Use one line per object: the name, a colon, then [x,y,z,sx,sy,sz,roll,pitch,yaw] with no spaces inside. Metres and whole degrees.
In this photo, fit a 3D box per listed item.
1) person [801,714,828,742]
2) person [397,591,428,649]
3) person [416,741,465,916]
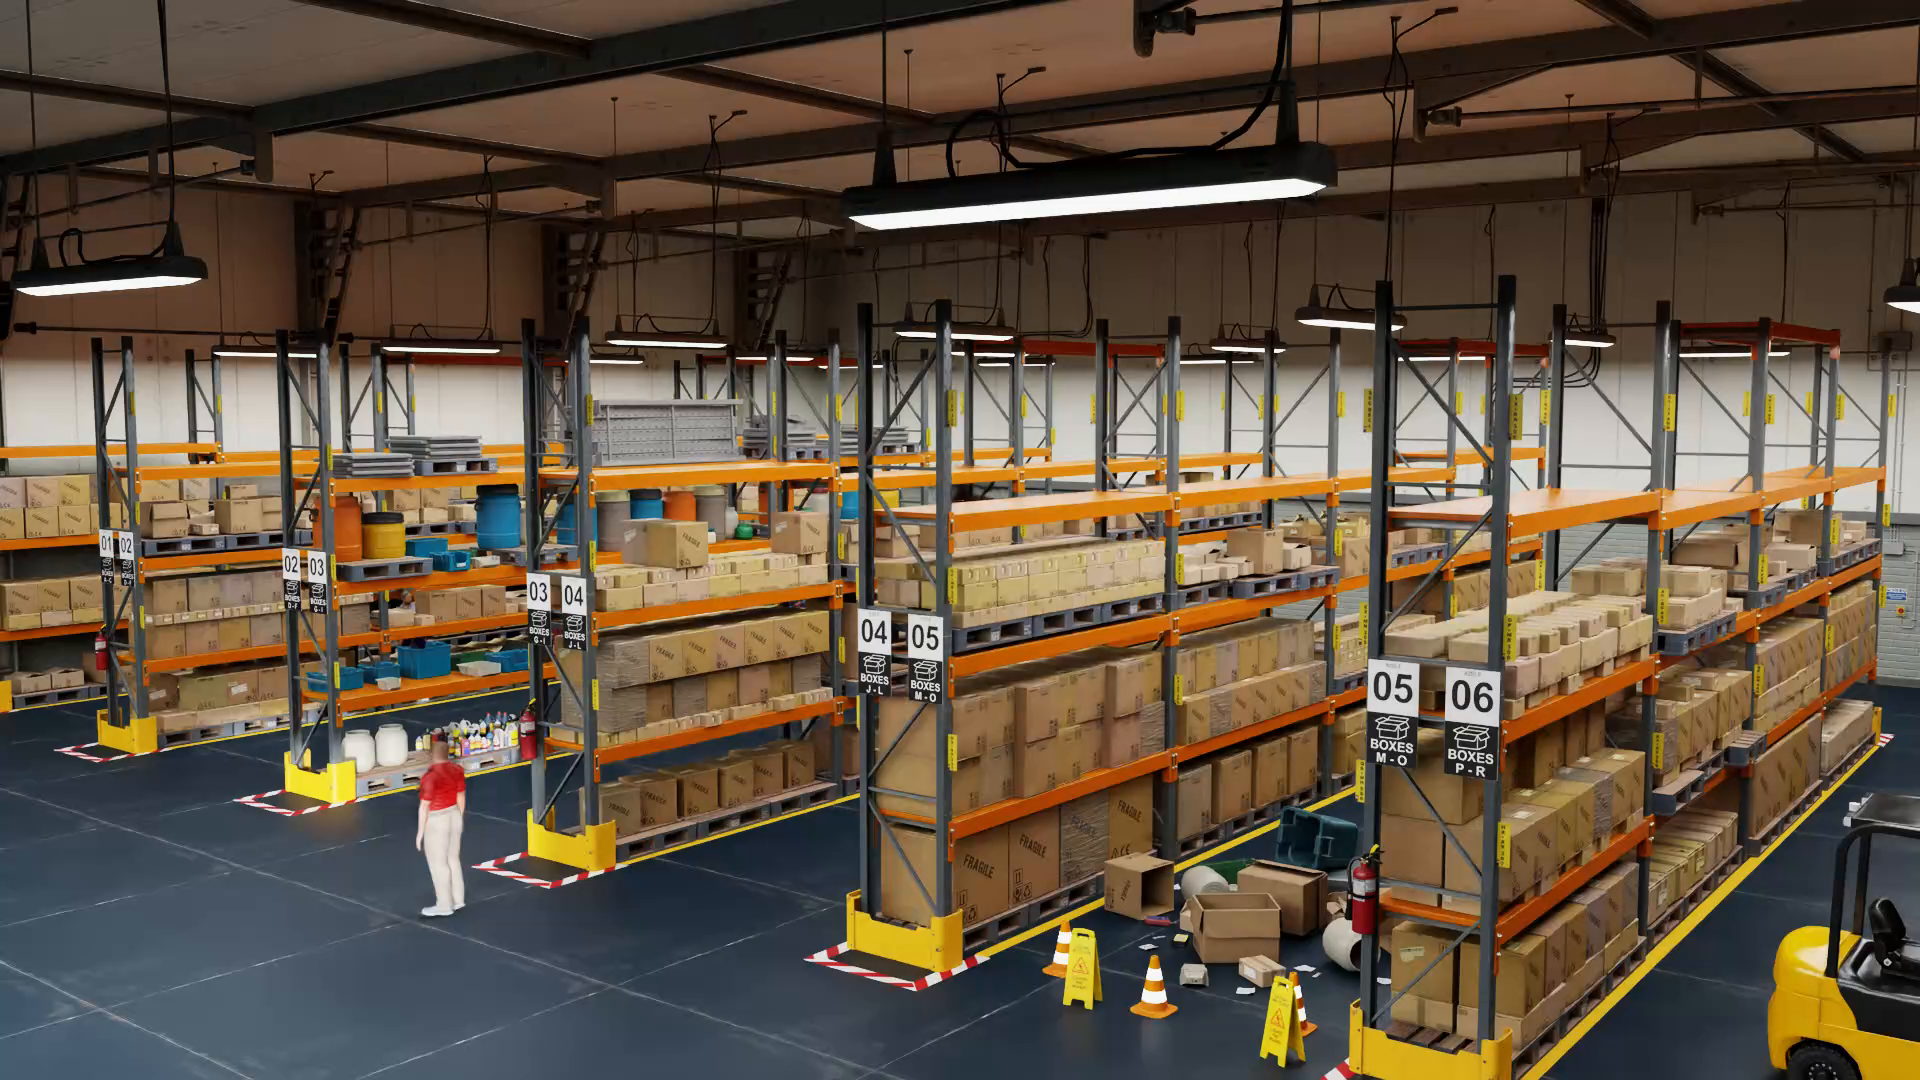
person: [-2.155,2.058,23.992,0.573,1.840,0.616,0,5,-5]
person: [-9.883,1.744,30.101,0.683,1.635,0.604,-2,5,-23]
person: [-5.178,2.873,16.574,0.400,1.767,0.666,2,5,21]
